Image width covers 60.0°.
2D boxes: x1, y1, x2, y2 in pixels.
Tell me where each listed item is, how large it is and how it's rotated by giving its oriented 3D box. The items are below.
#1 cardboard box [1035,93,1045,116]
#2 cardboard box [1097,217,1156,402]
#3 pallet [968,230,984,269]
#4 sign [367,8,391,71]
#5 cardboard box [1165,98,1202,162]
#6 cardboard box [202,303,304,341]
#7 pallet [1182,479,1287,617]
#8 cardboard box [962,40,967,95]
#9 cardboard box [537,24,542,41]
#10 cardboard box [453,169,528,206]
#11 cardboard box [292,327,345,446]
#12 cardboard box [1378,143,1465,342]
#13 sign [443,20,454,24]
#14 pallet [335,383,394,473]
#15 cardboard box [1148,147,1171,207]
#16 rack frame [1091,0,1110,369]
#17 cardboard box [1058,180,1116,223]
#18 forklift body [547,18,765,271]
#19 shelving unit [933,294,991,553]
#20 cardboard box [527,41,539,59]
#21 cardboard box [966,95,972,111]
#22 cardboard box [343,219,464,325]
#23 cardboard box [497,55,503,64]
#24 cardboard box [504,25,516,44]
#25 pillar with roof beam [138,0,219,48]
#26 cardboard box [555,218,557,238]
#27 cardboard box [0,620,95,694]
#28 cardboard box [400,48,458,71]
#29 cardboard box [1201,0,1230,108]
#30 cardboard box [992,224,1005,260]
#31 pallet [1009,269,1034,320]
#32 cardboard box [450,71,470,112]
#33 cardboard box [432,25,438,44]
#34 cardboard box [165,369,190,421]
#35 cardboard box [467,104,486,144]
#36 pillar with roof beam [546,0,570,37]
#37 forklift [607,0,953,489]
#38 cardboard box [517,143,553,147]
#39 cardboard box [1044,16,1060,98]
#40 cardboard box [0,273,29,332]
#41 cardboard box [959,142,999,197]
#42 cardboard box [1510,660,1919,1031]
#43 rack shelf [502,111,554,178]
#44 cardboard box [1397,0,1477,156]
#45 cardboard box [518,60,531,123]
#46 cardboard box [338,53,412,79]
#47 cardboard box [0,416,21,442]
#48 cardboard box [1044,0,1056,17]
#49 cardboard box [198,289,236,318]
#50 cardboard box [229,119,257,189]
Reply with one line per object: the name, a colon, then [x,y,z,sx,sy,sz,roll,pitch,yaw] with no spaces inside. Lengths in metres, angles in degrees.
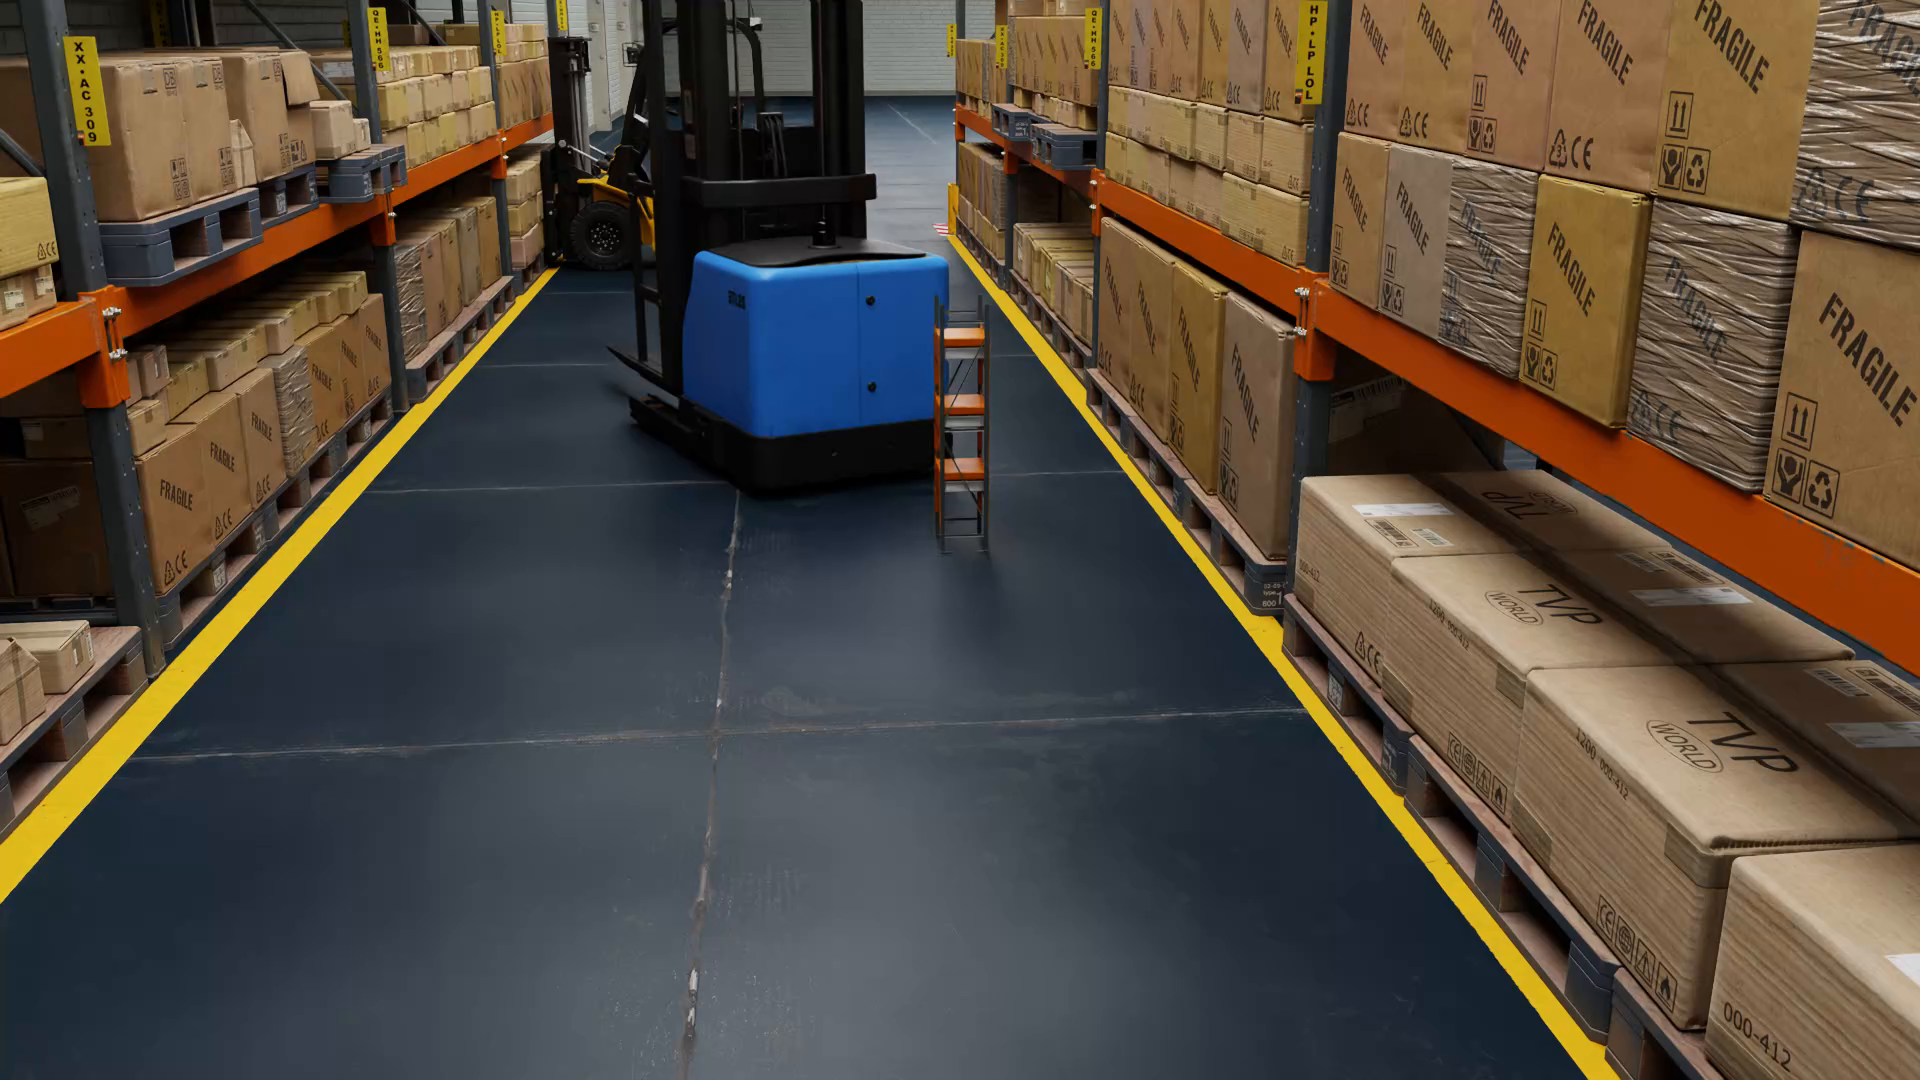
cardboard box: [0.721,-3.008,11.470,0.380,0.149,0.250,-1,17,-4]
cardboard box: [1.273,-1.278,9.086,0.875,0.875,0.875,-2,18,-6]
pallet: [0.638,-2.724,15.503,1.003,0.211,1.213,-2,18,-6]
sign: [-3.114,-2.680,8.904,0.100,0.325,0.005,-2,18,-6]
cardboard box: [1.222,-1.854,7.490,0.500,0.250,0.500,-1,17,-5]
cardboard box: [-3.299,-1.009,7.772,0.380,0.149,0.250,-2,18,-6]
pallet: [1.543,-0.005,6.841,1.003,0.211,1.213,-2,18,-6]
cardboard box: [0.289,-4.569,16.059,0.500,0.500,0.500,-1,17,-4]
cardboard box: [-4.032,-4.627,15.162,0.380,0.149,0.250,-1,17,-4]
cardboard box: [-3.803,-2.856,13.488,0.500,0.250,0.500,-2,18,-6]
cardboard box: [-3.297,-0.729,7.962,0.500,0.500,0.500,-1,17,-3]
cardboard box: [1.533,-0.858,4.735,0.500,0.500,0.500,-2,18,-5]
sign: [-5.030,-4.964,16.404,0.100,0.325,0.005,-2,18,-6]
pallet: [-3.613,-0.591,8.708,1.003,0.211,1.213,-2,18,-6]
cardboard box: [1.204,-1.766,8.044,0.500,0.250,0.500,-1,17,-4]
rack frame: [1.284,-2.300,9.495,1.000,3.000,0.127,-2,18,-6]
cardboard box: [1.080,-2.922,14.114,0.500,0.500,0.500,-1,17,-3]
forklift body: [-2.467,-3.615,15.102,2.313,2.155,1.214,-2,18,-6]
shelving unit: [0.006,-0.485,6.969,0.215,1.050,0.252,-2,18,-6]
cardboard box: [-4.006,-4.410,14.966,0.380,0.149,0.250,-2,18,-5]
cardboard box: [0.256,-4.222,16.038,0.380,0.149,0.250,-2,17,-5]
cardboard box: [-3.848,-1.794,11.147,0.875,0.625,0.625,-3,18,-8]
cardboard box: [-3.864,-3.875,13.261,0.380,0.149,0.250,-1,17,-4]
cardboard box: [-3.879,-4.171,13.709,0.380,0.149,0.250,-1,17,-4]
pillar with roof beam: [-0.401,-5.501,9.676,9.100,9.000,0.400,-2,18,-6]
cardboard box: [-3.954,-2.835,15.090,0.500,0.250,0.500,-1,17,-4]
cardboard box: [-2.890,0.363,5.071,0.380,0.149,0.250,-2,18,-7]
cardboard box: [-3.668,-3.294,11.412,0.380,0.149,0.250,-2,18,-7]
cardboard box: [1.308,-2.064,6.907,0.500,0.500,0.500,-1,17,-4]
cardboard box: [0.544,-2.548,14.174,0.500,0.250,0.500,-1,17,-3]
pallet: [0.954,-1.929,12.970,1.003,0.211,1.213,-2,18,-6]
cardboard box: [-3.653,-3.060,11.332,0.500,0.250,0.500,-1,17,-5]
cardboard box: [-4.424,-4.076,13.407,0.380,0.149,0.250,-2,18,-6]
cardboard box: [-3.155,-0.542,6.285,0.380,0.149,0.250,-3,18,-9]
cardboard box: [-3.695,-2.974,11.892,0.500,0.250,0.500,-2,18,-6]
pillar with roof beam: [-2.258,-10.864,26.758,9.100,9.000,0.400,-2,18,-6]
forklift: [-1.171,-2.033,8.758,1.130,2.935,3.031,-9,20,-27]
cardboard box: [-4.120,-3.767,16.388,0.500,0.250,0.500,-1,17,-4]
cardboard box: [0.844,-3.121,10.745,0.500,0.500,0.500,-3,18,-9]
cardboard box: [-2.907,-0.670,4.722,0.380,0.149,0.250,-1,17,-4]
cardboard box: [0.271,-3.674,16.508,0.500,0.500,0.500,-2,18,-7]
cardboard box: [1.839,0.640,3.708,0.875,0.438,0.875,-1,17,-4]
rack shelf: [-4.271,-3.590,14.805,1.077,0.370,4.000,-2,18,-6]
cardboard box: [1.551,-1.333,4.578,0.500,0.500,0.500,-2,18,-6]
cardboard box: [-3.975,-3.831,14.204,0.500,0.500,0.500,-2,18,-6]
cardboard box: [-3.513,-2.839,9.963,0.380,0.149,0.250,-2,17,-5]
cardboard box: [-3.597,-0.450,5.991,0.380,0.149,0.250,-2,18,-6]
cardboard box: [0.783,-3.720,11.569,0.380,0.149,0.250,-1,17,-3]
cardboard box: [-3.803,-1.146,8.209,0.380,0.149,0.250,-2,17,-5]
cardboard box: [-3.001,-1.516,6.520,0.396,0.266,0.258,-1,17,-3]
